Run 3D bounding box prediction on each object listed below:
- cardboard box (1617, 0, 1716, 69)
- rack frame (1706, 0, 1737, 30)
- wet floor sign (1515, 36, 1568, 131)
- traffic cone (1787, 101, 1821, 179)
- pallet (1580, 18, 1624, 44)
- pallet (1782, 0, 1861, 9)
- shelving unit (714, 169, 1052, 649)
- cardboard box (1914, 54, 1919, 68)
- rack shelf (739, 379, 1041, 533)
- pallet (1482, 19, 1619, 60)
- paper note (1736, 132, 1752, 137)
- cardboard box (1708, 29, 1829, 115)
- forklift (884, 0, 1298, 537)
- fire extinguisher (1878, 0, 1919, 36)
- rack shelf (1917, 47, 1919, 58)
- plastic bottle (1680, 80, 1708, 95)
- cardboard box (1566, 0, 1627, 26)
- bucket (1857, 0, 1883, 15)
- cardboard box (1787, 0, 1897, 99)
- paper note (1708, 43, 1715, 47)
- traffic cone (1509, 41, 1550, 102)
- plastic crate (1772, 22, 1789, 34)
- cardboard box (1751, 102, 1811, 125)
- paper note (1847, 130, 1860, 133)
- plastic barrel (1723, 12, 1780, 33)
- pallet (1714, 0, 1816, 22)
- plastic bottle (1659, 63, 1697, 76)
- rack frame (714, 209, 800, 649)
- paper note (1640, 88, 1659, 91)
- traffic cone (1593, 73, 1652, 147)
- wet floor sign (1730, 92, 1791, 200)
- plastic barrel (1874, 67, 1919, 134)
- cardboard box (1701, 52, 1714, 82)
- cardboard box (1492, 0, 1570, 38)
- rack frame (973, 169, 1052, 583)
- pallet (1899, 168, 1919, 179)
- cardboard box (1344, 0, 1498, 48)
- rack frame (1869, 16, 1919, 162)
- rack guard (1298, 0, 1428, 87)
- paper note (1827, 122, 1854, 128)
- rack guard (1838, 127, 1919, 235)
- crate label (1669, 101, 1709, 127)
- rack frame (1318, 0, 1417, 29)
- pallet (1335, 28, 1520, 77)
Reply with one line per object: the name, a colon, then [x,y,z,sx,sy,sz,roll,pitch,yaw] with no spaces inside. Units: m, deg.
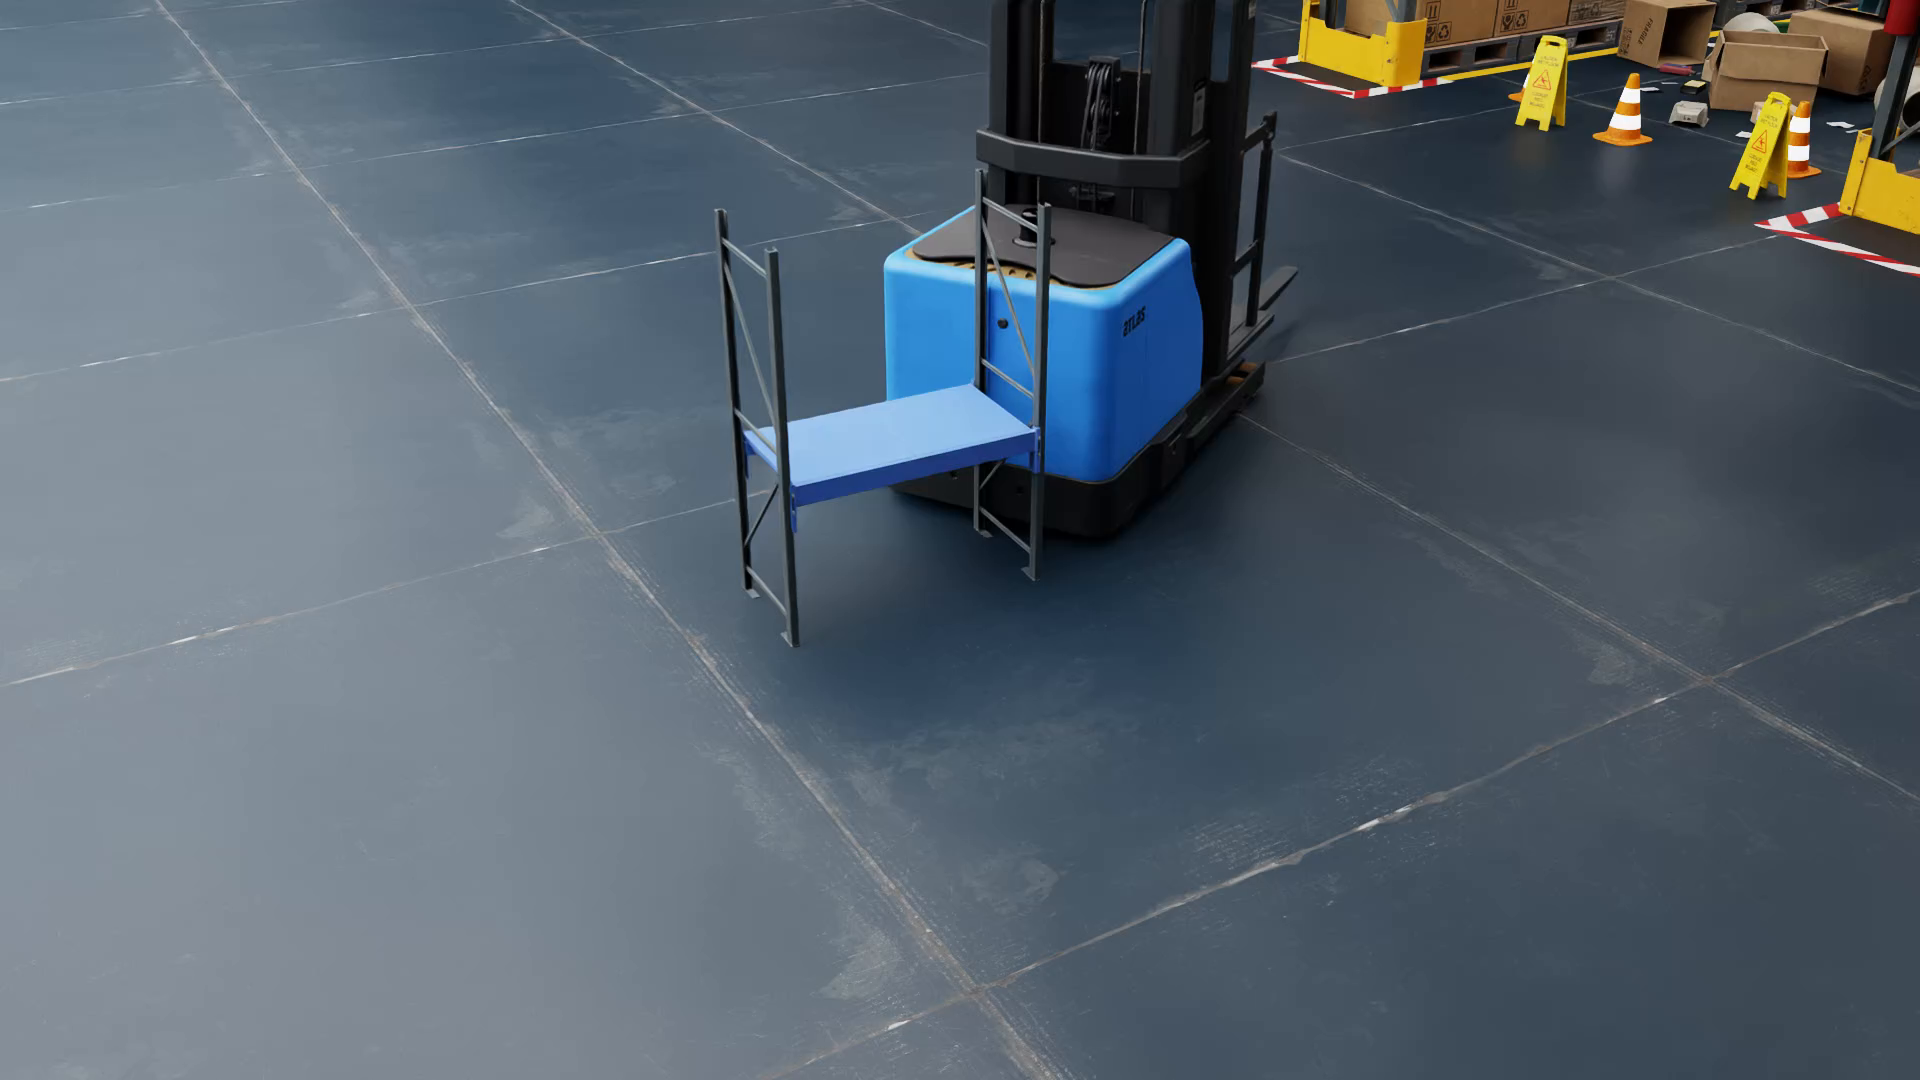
cardboard box: [5.949,-4.297,14.016,0.500,0.500,0.500,-10,30,-18]
rack frame: [6.767,-6.198,14.876,0.127,3.000,1.000,-16,33,-26]
wet floor sign: [4.297,-3.356,12.163,0.232,0.644,0.267,-22,36,-35]
traffic cone: [5.631,-2.713,11.188,0.334,0.463,0.336,-16,33,-26]
pallet: [6.072,-4.823,15.272,1.213,0.211,1.003,-16,33,-26]
pallet: [8.447,-5.498,16.494,1.213,0.211,1.003,-16,33,-26]
shelving unit: [-0.263,-0.486,6.079,1.048,1.500,0.538,-14,32,-24]
cardboard box: [7.572,-3.658,13.104,0.258,0.266,0.396,10,30,17]
rack shelf: [-0.263,-0.329,6.166,1.000,0.185,0.538,-14,32,-24]
pallet: [5.019,-4.523,14.727,1.213,0.211,1.003,-16,33,-26]
paper note: [5.720,-2.942,12.049,0.148,0.019,0.142,22,36,34]
cardboard box: [6.145,-3.573,12.703,0.797,0.503,0.637,10,30,17]
forklift: [0.814,-1.980,7.304,1.130,2.935,3.031,14,32,24]
fire extinguisher: [5.581,-3.311,9.726,0.183,0.674,0.296,-16,33,-26]
rack shelf: [7.638,-3.356,10.471,4.000,0.370,1.077,-16,33,-26]
plastic bottle: [5.843,-3.606,13.220,0.133,0.061,0.283,22,36,34]
cardboard box: [5.414,-5.104,14.659,0.875,0.875,0.875,-16,33,-26]
bucket: [7.818,-4.436,13.499,0.620,0.611,0.726,4,28,-14]
cardboard box: [6.947,-3.865,13.092,0.503,0.637,0.797,-16,33,-26]
paper note: [6.646,-4.356,14.612,0.147,0.020,0.142,10,30,17]
traffic cone: [4.496,-3.646,12.878,0.334,0.463,0.336,-16,33,-26]
plastic crate: [7.281,-4.404,14.476,0.662,0.188,0.450,0,19,0]
cardboard box: [6.019,-3.095,12.205,0.250,0.149,0.380,0,29,0]
paper note: [6.528,-2.988,12.155,0.123,0.001,0.032,-16,33,-26]
plastic barrel: [6.566,-4.153,13.837,0.421,0.421,0.512,5,29,8]
pallet: [7.394,-5.197,15.949,1.213,0.211,1.003,-16,33,-26]
plastic bottle: [5.936,-3.878,13.713,0.283,0.061,0.133,22,36,34]
rack frame: [-0.712,-0.371,5.871,0.032,1.500,0.500,-14,32,-24]
paper note: [5.495,-3.584,13.215,0.142,0.017,0.144,-5,29,-9]
traffic cone: [4.775,-3.092,11.875,0.334,0.463,0.336,-16,33,-26]
wet floor sign: [5.207,-2.550,10.702,0.232,0.644,0.267,-5,29,-9]
plastic barrel: [6.927,-3.190,12.092,0.421,0.421,0.512,5,29,8]
cardboard box: [6.218,-3.813,13.384,0.258,0.266,0.396,-10,30,-18]
cardboard box: [4.627,-4.882,14.256,0.875,0.875,0.875,-16,33,-27]
rack frame: [0.186,-0.601,6.287,0.032,1.500,0.500,-14,32,-24]
pallet: [6.697,-2.163,10.451,1.213,0.211,1.003,-16,33,-26]
cardboard box: [3.870,-4.666,13.864,0.875,0.875,0.875,-16,33,-26]
rack frame: [5.913,-3.181,9.410,0.127,3.000,1.000,-16,33,-26]
rack guard: [3.298,-4.118,13.695,0.348,0.500,1.175,-16,33,-26]
paper note: [6.528,-3.082,12.316,0.142,0.019,0.148,-5,29,-9]
rack guard: [5.979,-2.106,10.048,0.348,0.500,1.175,-16,33,-26]
crate label: [5.421,-3.168,12.349,0.250,0.136,0.298,15,32,26]
rack frame: [3.318,-5.219,13.102,0.127,3.000,1.000,-16,33,-26]
pallet: [3.968,-4.226,14.189,1.213,0.211,1.003,-16,33,-26]
